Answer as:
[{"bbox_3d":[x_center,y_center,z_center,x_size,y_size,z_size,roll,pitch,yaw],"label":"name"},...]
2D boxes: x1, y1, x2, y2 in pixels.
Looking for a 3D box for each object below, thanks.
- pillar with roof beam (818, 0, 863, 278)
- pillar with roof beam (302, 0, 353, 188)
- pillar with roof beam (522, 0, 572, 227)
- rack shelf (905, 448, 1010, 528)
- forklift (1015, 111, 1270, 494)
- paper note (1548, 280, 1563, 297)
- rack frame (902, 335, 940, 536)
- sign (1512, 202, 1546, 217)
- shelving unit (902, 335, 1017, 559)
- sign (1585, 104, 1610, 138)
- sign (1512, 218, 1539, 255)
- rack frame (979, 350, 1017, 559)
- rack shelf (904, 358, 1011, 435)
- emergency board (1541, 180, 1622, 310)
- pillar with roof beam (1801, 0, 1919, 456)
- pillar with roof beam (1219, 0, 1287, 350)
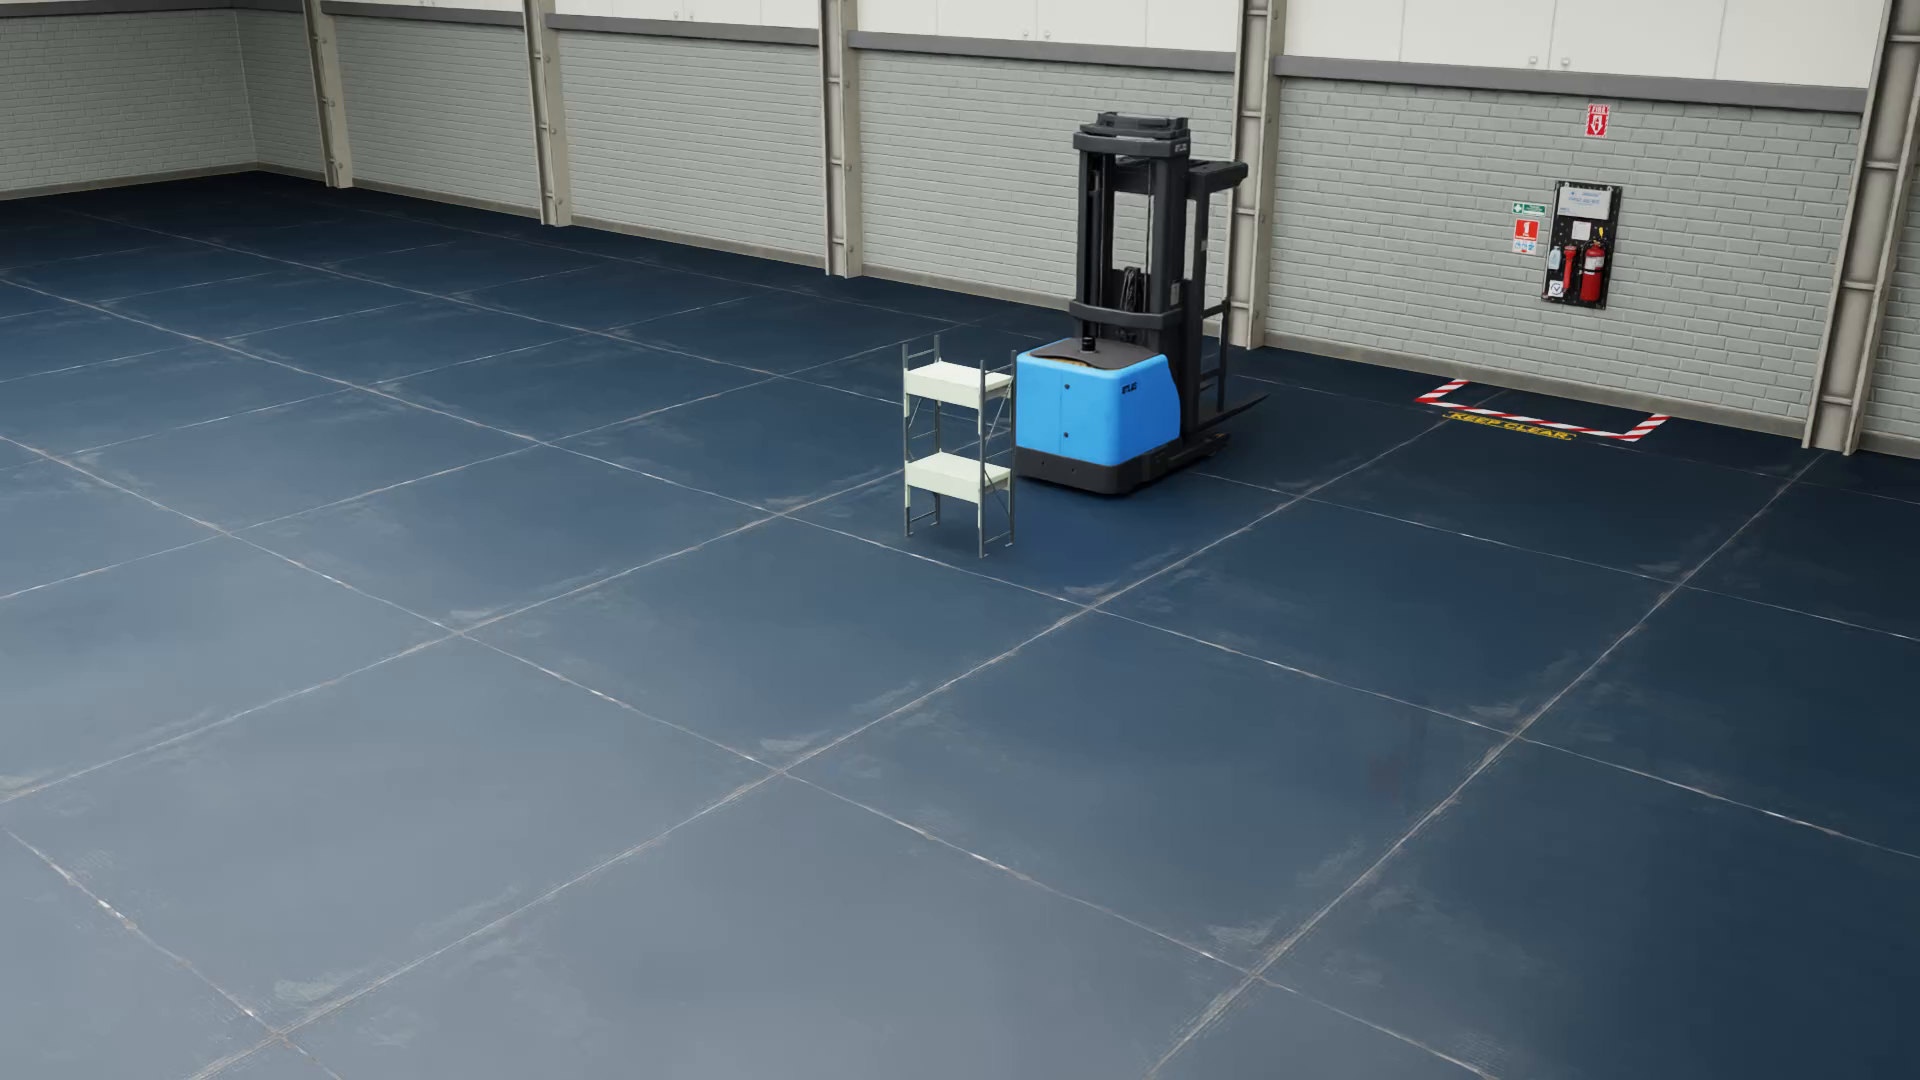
[{"bbox_3d":[-4.249,-6.537,17.249,0.400,9.000,9.100,16,26,36],"label":"pillar with roof beam"},{"bbox_3d":[-13.546,-9.214,24.348,0.400,9.000,9.100,16,26,36],"label":"pillar with roof beam"},{"bbox_3d":[-8.898,-7.875,20.798,0.400,9.000,9.100,16,26,36],"label":"pillar with roof beam"},{"bbox_3d":[-0.005,-0.398,12.523,0.720,0.370,0.431,16,26,36],"label":"rack shelf"},{"bbox_3d":[1.736,-2.194,14.331,1.130,2.935,3.031,15,25,35],"label":"forklift"},{"bbox_3d":[5.785,-2.437,16.128,0.142,0.148,0.016,16,26,36],"label":"paper note"},{"bbox_3d":[-0.289,-0.785,12.624,0.023,1.500,0.400,16,26,36],"label":"rack frame"},{"bbox_3d":[5.514,-3.204,16.111,0.331,0.109,0.001,16,26,36],"label":"sign"},{"bbox_3d":[-0.005,-0.703,12.407,0.755,1.500,0.431,16,26,36],"label":"shelving unit"},{"bbox_3d":[5.936,-3.905,15.486,0.199,0.298,0.001,16,26,36],"label":"sign"},{"bbox_3d":[5.516,-2.959,16.214,0.234,0.329,0.001,16,26,36],"label":"sign"},{"bbox_3d":[0.278,-0.622,12.191,0.023,1.500,0.400,16,26,36],"label":"rack frame"},{"bbox_3d":[-0.005,-1.068,12.270,0.720,0.370,0.431,16,26,36],"label":"rack shelf"},{"bbox_3d":[5.879,-2.791,15.818,0.643,1.169,0.194,16,26,36],"label":"emergency board"},{"bbox_3d":[5.047,-3.859,10.149,0.400,9.000,9.100,16,26,36],"label":"pillar with roof beam"},{"bbox_3d":[0.399,-5.198,13.699,0.400,9.000,9.100,16,26,36],"label":"pillar with roof beam"}]
